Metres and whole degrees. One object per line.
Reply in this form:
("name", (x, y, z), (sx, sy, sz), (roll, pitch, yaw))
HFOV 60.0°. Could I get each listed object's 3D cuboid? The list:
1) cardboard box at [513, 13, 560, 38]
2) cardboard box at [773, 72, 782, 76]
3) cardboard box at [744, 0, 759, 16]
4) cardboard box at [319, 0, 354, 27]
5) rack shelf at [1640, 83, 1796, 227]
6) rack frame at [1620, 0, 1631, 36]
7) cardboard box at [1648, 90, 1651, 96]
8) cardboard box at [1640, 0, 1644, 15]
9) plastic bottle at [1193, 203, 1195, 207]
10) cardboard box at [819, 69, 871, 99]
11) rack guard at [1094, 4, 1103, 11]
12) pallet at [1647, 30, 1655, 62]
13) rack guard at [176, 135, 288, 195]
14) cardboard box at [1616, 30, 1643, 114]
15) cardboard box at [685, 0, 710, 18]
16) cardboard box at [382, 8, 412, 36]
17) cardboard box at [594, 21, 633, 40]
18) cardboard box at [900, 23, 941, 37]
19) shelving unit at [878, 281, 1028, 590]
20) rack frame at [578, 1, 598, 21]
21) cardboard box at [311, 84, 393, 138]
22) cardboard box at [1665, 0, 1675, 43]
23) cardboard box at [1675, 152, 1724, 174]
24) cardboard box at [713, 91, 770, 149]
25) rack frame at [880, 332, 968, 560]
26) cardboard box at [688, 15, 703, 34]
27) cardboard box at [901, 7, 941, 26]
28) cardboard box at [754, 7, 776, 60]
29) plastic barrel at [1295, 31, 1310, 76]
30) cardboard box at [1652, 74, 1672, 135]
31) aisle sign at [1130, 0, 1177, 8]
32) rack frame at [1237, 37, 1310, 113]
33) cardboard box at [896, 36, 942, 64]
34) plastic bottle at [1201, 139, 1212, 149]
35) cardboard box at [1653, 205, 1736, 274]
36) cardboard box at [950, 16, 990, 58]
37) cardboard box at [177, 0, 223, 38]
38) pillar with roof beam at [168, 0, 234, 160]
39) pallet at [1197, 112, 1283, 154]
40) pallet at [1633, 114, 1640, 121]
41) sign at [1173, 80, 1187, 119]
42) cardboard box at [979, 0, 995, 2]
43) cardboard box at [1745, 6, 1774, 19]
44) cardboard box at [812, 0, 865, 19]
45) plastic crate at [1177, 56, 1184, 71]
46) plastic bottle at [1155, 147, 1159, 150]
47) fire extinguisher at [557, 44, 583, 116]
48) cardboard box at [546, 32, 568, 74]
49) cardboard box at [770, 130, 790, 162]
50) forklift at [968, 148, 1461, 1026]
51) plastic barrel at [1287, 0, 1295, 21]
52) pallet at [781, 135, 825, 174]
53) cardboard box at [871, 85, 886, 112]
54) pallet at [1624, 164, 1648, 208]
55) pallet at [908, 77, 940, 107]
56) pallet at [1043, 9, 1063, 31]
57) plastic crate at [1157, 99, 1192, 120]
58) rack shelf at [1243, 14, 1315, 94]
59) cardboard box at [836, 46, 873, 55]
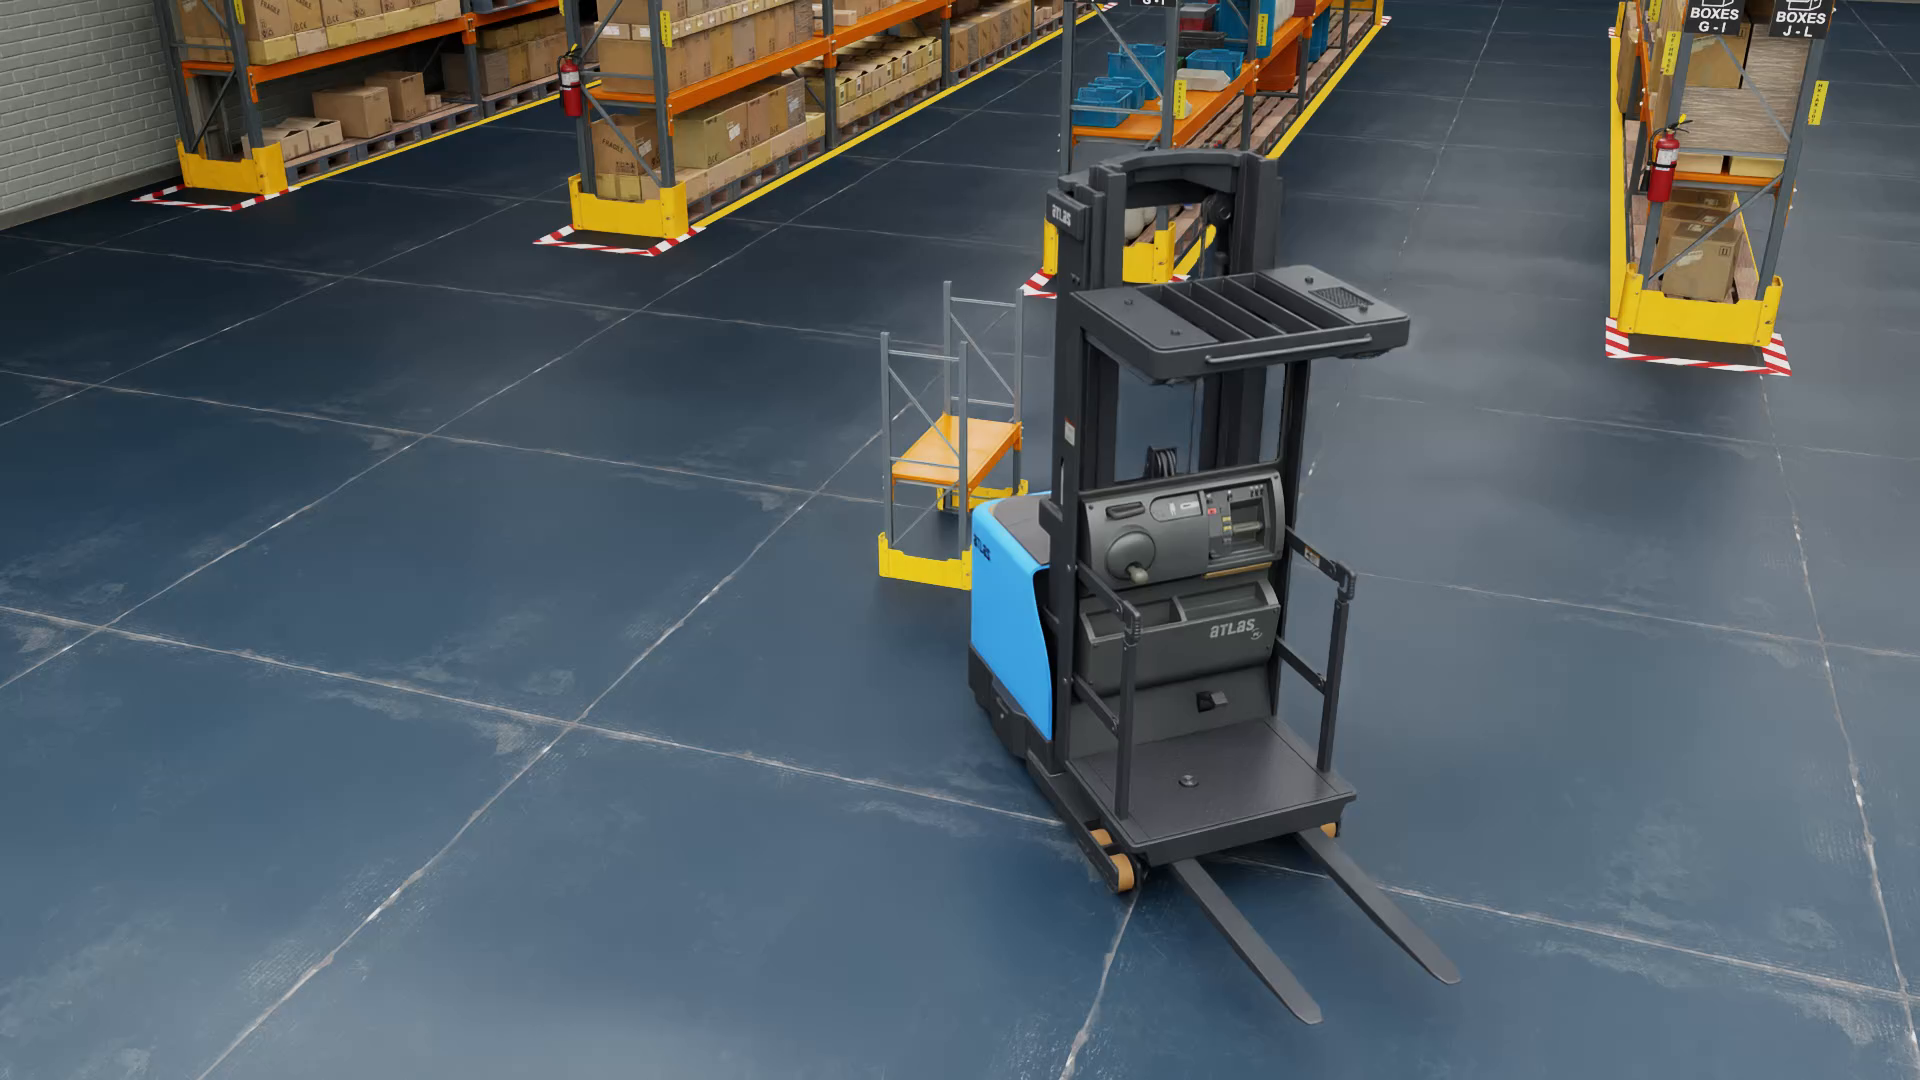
("cardboard box", (-5.909, -7.149, 23.076), (0.500, 0.250, 0.500), (9, 27, 17))
("cardboard box", (-2.412, -5.262, 19.489), (0.500, 0.500, 0.500), (9, 27, 17))
("cardboard box", (-2.360, -5.681, 17.683), (0.380, 0.149, 0.250), (10, 27, 19))
("cardboard box", (-7.172, -6.036, 18.563), (0.500, 0.500, 0.500), (8, 27, 16))
("rack shelf", (6.713, -3.534, 14.933), (1.077, 0.370, 4.000), (9, 27, 17))
("rack frame", (11.371, -9.612, 26.659), (1.000, 3.000, 0.127), (9, 27, 17))
("cardboard box", (6.928, -4.422, 16.228), (0.380, 0.149, 0.250), (9, 27, 17))
("cardboard box", (8.811, -6.812, 20.762), (0.500, 0.500, 0.500), (9, 27, 17))
("plastic bottle", (2.308, -3.436, 16.610), (0.097, 0.201, 0.097), (0, 26, 0))
("cardboard box", (-1.418, -5.661, 20.529), (0.500, 0.311, 0.500), (8, 27, 17))
("rack guard", (2.006, -9.893, 30.110), (1.175, 0.500, 0.348), (9, 27, 17))
("pallet", (8.089, -5.418, 18.219), (1.003, 0.211, 1.213), (9, 27, 17))
("rack guard", (-7.941, -4.097, 18.139), (1.175, 0.500, 0.348), (9, 27, 17))
("cardboard box", (8.959, -5.837, 20.820), (1.225, 0.875, 0.875), (7, 27, 15))
("cardboard box", (-2.938, -5.532, 16.630), (0.700, 0.500, 0.500), (8, 27, 16))
("cardboard box", (-6.833, -6.126, 19.609), (0.500, 0.250, 0.500), (9, 27, 17))
("cardboard box", (-3.346, -4.996, 16.268), (0.380, 0.149, 0.250), (8, 27, 17))
("cardboard box", (-0.541, -7.253, 24.152), (0.500, 0.500, 0.500), (10, 28, 19))
("shelving unit", (-0.025, -0.644, 9.858), (0.587, 1.500, 1.083), (9, 27, 17))
("rack frame", (-5.304, -8.479, 24.320), (1.000, 3.000, 0.127), (9, 27, 17))
("cardboard box", (-7.170, -5.064, 19.631), (0.700, 0.500, 0.500), (7, 27, 14))
("cardboard box", (6.501, -4.543, 14.587), (0.500, 0.500, 0.500), (9, 27, 17))
("cardboard box", (5.947, -3.070, 13.438), (0.380, 0.149, 0.250), (9, 27, 17))
("cardboard box", (-2.403, -4.568, 18.055), (0.500, 0.500, 0.500), (9, 27, 17))
("rack frame", (-0.198, -0.431, 9.419), (0.500, 1.500, 0.032), (9, 27, 17))
("cardboard box", (-2.790, -5.153, 16.591), (0.380, 0.149, 0.250), (9, 27, 18))
("cardboard box", (-0.527, -7.615, 24.038), (0.500, 0.250, 0.500), (10, 28, 19))
("cardboard box", (-2.444, -5.557, 18.170), (0.700, 0.500, 0.500), (9, 27, 18))
("plastic barrel", (4.561, -6.813, 23.165), (0.600, 0.588, 0.708), (9, 27, 17))
("cardboard box", (6.309, -3.660, 13.911), (0.875, 0.500, 0.500), (9, 27, 17))
("aisle sign", (1.629, -4.853, 13.847), (0.394, 0.787, 0.004), (9, 27, 17))
("rack frame", (4.039, -7.042, 21.353), (1.000, 3.000, 0.127), (9, 27, 17))
("cardboard box", (-0.573, -6.715, 22.707), (0.500, 0.311, 0.500), (9, 27, 19))
("plastic bottle", (2.629, -4.119, 17.849), (0.144, 0.351, 0.185), (9, 27, 17))
("cardboard box", (6.437, -2.605, 14.575), (0.500, 0.500, 0.500), (17, 30, 31))
("cardboard box", (0.130, -7.402, 24.459), (0.500, 0.500, 0.500), (8, 27, 17))
("cardboard box", (-8.010, -5.695, 17.859), (0.500, 0.500, 0.500), (8, 27, 17))
("pillar with roof beam", (-4.489, -7.680, 15.786), (9.100, 9.000, 0.400), (9, 27, 17))
("pallet", (3.337, -4.975, 20.282), (1.003, 0.211, 1.213), (9, 27, 17))
("pallet", (9.043, -5.382, 21.123), (1.003, 0.211, 1.213), (9, 27, 17))
("sign", (1.894, -3.798, 14.334), (0.100, 0.325, 0.005), (9, 27, 17))
("cardboard box", (0.309, -8.315, 26.346), (0.500, 0.500, 0.500), (8, 27, 15))
("cardboard box", (6.660, -4.056, 13.582), (0.500, 0.500, 0.500), (9, 27, 17))
("cardboard box", (-1.516, -6.693, 20.517), (0.500, 0.500, 0.500), (11, 28, 21))
("plastic crate", (1.990, -4.786, 16.936), (0.450, 0.188, 0.662), (9, 27, 17))
("plastic bottle", (2.106, -4.166, 18.034), (0.152, 0.276, 0.135), (10, 27, 19))
("fire extinguisher", (-3.771, -4.458, 16.105), (0.296, 0.674, 0.183), (9, 27, 17))
("cardboard box", (-5.914, -6.845, 23.309), (0.700, 0.500, 0.500), (9, 27, 17))
("cardboard box", (-2.239, -4.436, 18.643), (0.500, 0.250, 0.500), (9, 27, 17))
("forklift", (1.045, -0.014, 6.915), (1.130, 2.935, 3.031), (-10, 27, -19))
("plastic barrel", (3.898, -6.639, 20.391), (0.421, 0.512, 0.421), (0, 26, 0))
("pallet", (-2.266, -4.543, 19.390), (1.003, 0.211, 1.213), (9, 27, 17))
("cardboard box", (-1.253, -5.623, 21.094), (0.500, 0.250, 0.500), (8, 27, 16))
("pallet", (7.636, -3.745, 17.743), (1.003, 0.211, 1.213), (9, 27, 17))
("pallet", (-0.942, -6.174, 22.760), (1.003, 0.211, 1.213), (9, 27, 17))
("pallet", (1.334, -8.936, 28.464), (1.003, 0.211, 1.213), (9, 27, 17))
("plastic crate", (1.978, -3.957, 15.283), (0.298, 0.136, 0.250), (9, 27, 17))
("rack shelf", (3.373, -5.897, 19.812), (1.077, 0.370, 4.000), (9, 27, 17))
("cardboard box", (-1.421, -6.367, 21.988), (0.500, 0.311, 0.500), (8, 27, 16))
